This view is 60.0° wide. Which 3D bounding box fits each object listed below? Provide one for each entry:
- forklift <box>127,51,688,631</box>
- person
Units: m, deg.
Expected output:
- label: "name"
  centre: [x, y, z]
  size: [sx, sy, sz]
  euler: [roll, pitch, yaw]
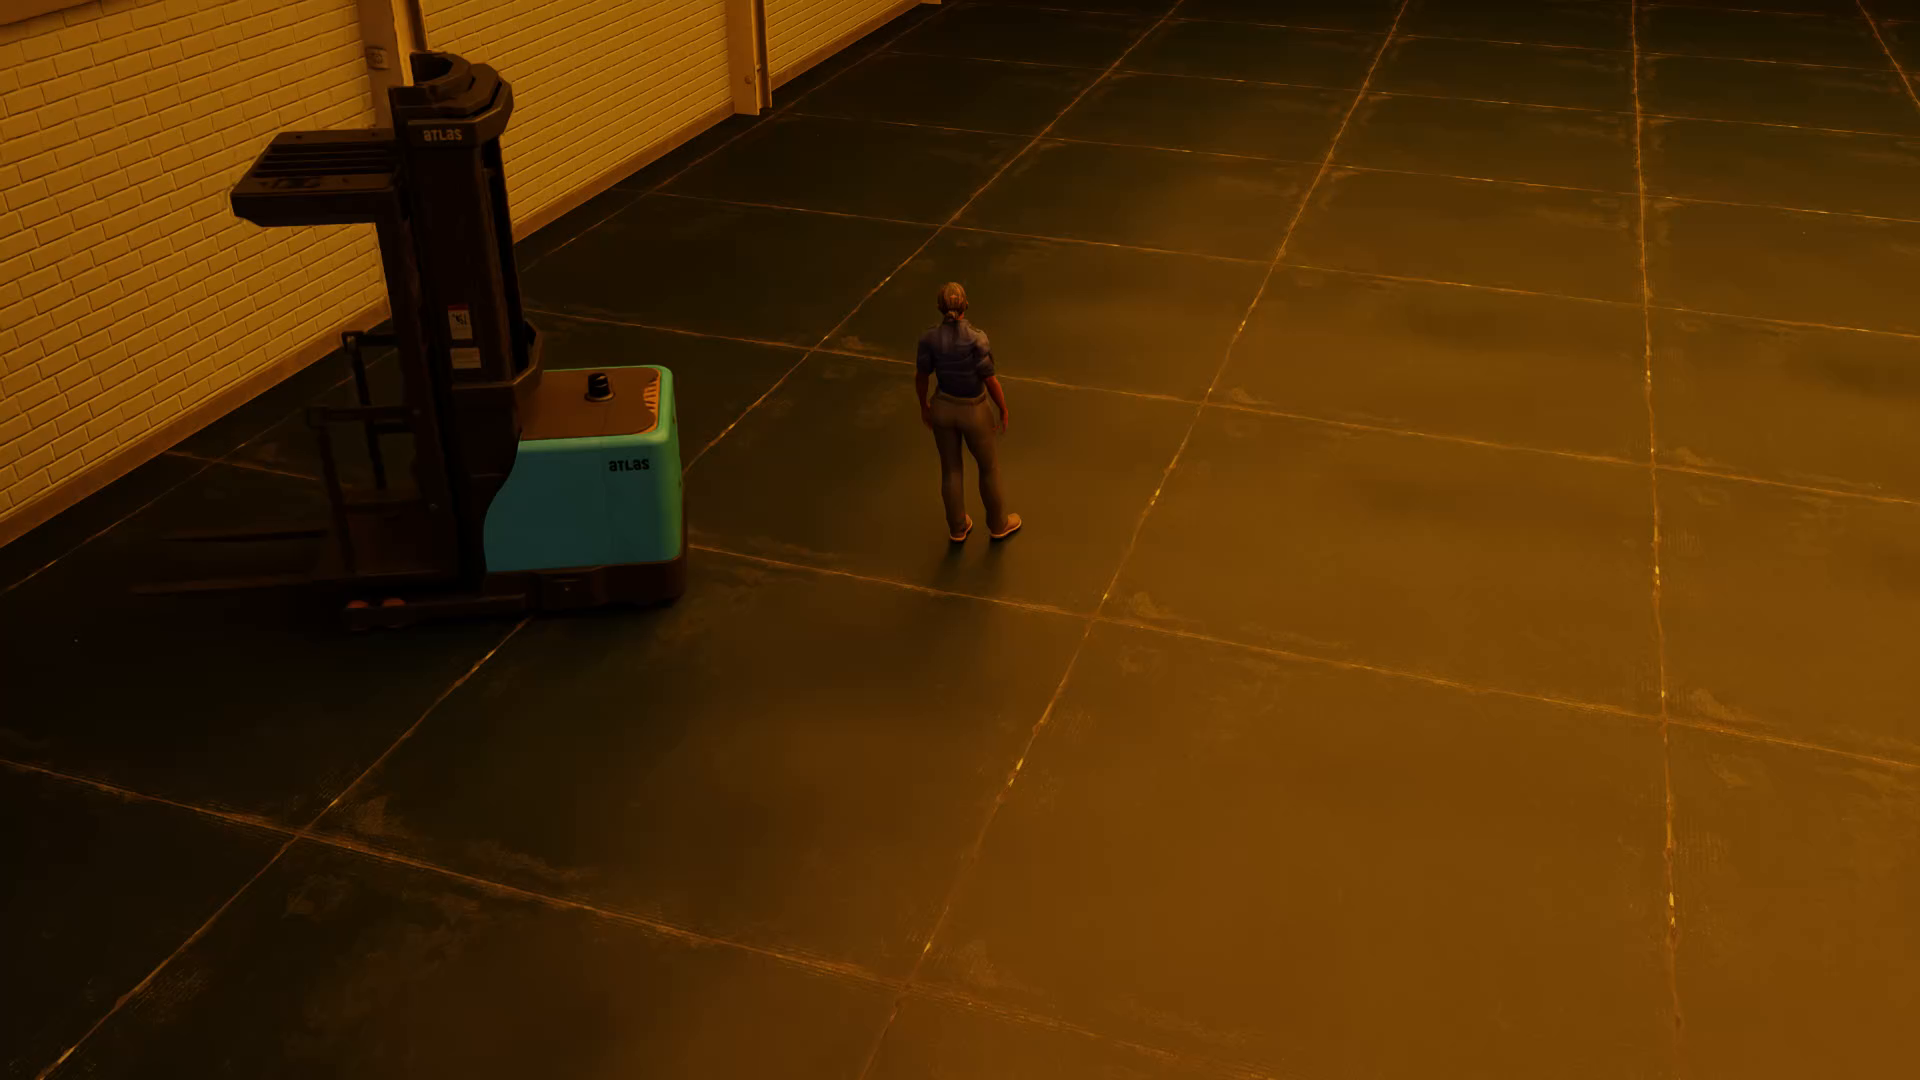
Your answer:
- label: "forklift"
  centre: [-3.117, -1.047, 8.974]
  size: [3.031, 2.935, 1.130]
  euler: [-4, 30, -6]
- label: "person"
  centre: [0.047, -0.762, 9.749]
  size: [0.570, 1.654, 0.504]
  euler: [10, 31, 16]
